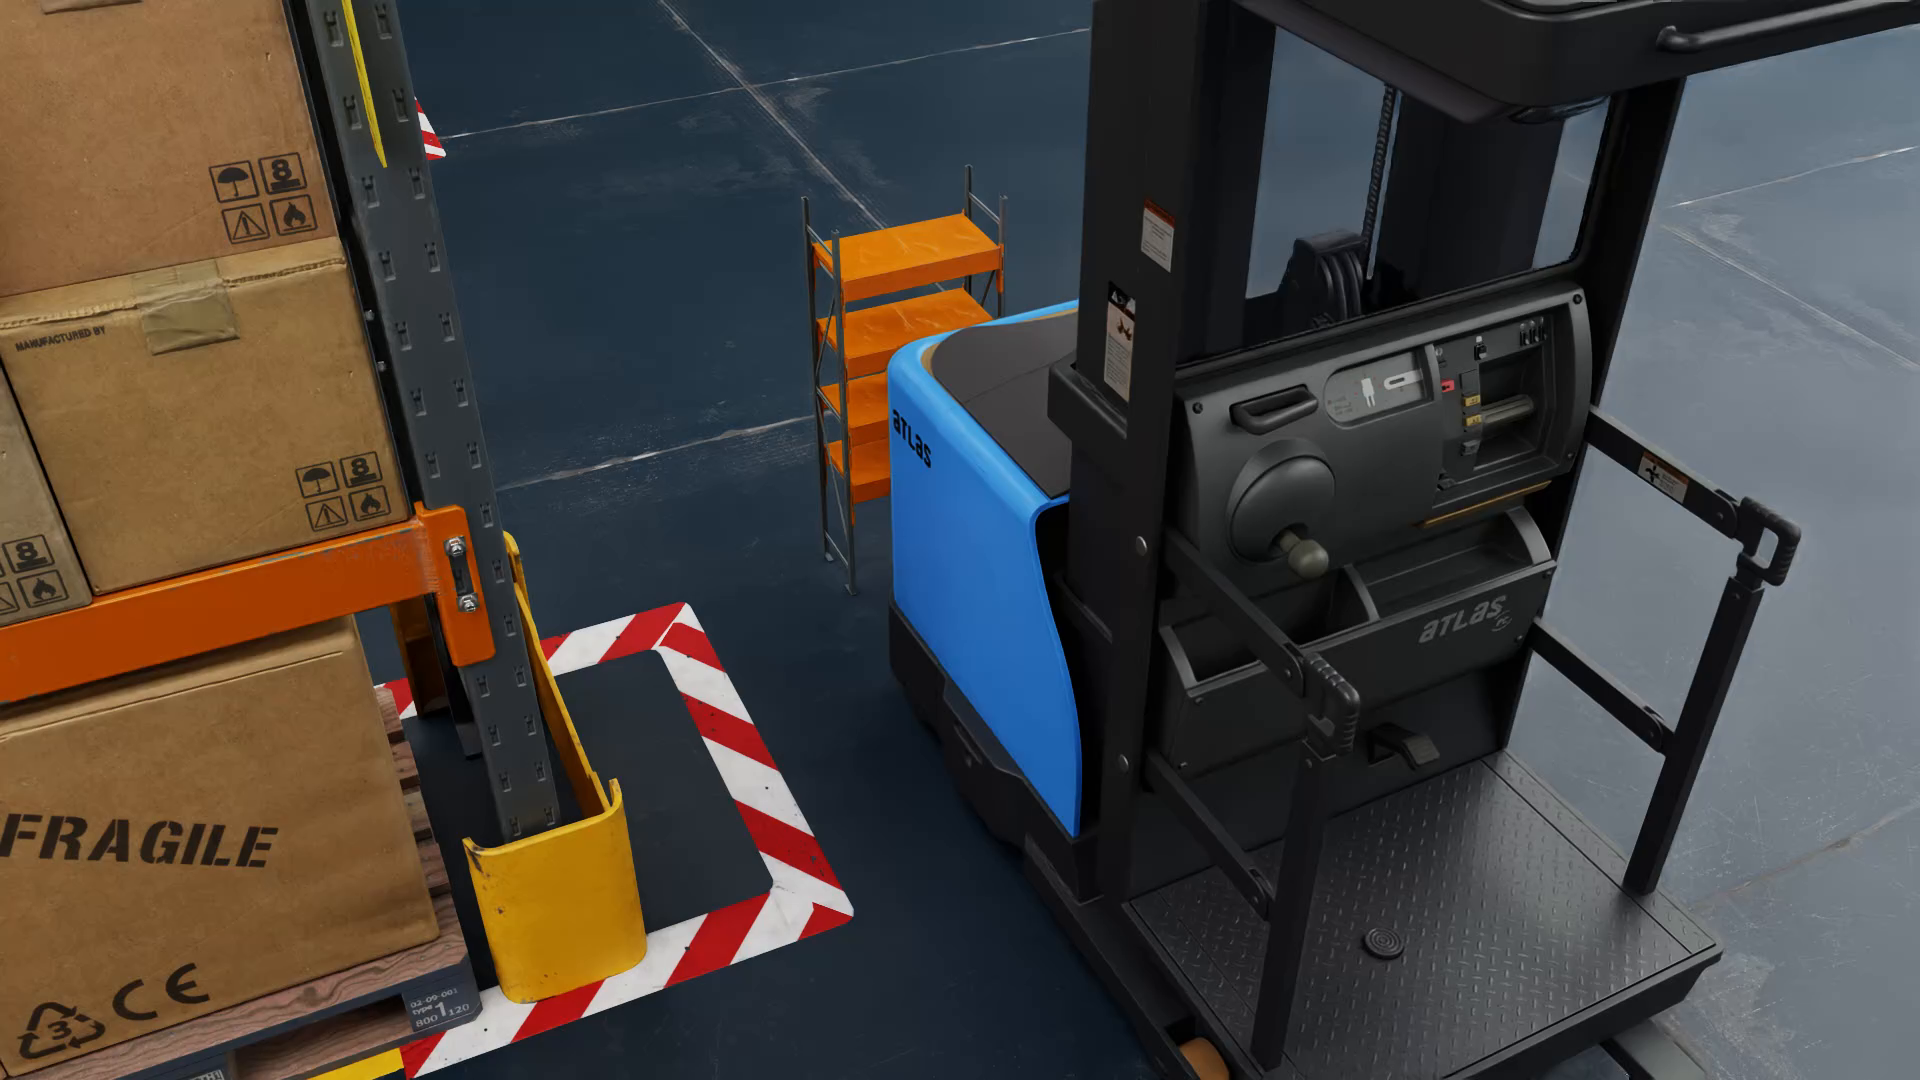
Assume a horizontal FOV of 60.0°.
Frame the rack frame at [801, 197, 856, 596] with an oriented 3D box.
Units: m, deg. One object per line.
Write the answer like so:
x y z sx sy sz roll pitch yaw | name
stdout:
-0.371 -0.378 4.753 0.015 1.200 0.240 -16 39 -20 | rack frame

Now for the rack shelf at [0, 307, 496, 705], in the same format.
-2.956 0.316 2.910 4.000 0.370 1.077 -16 39 -20 | rack shelf

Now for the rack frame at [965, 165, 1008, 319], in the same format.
0.071 -0.502 4.919 0.015 1.200 0.240 -16 39 -20 | rack frame

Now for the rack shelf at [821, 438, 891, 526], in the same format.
-0.150 -0.226 4.994 0.480 0.148 0.258 -16 39 -20 | rack shelf

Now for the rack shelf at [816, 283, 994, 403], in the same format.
-0.150 -0.566 4.743 0.480 0.148 0.258 -16 39 -20 | rack shelf

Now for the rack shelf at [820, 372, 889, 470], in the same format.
-0.150 -0.386 4.876 0.480 0.148 0.258 -16 39 -20 | rack shelf

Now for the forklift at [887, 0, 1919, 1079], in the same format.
0.920 -0.141 2.980 1.130 2.935 3.031 -17 40 -21 | forklift

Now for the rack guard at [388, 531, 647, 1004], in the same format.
-1.124 0.518 4.131 0.348 0.500 1.175 -16 39 -20 | rack guard

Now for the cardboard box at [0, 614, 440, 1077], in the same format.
-1.731 0.413 3.607 0.875 0.875 0.875 -15 39 -20 | cardboard box

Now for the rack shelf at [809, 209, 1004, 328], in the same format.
-0.150 -0.756 4.602 0.480 0.148 0.258 -16 39 -20 | rack shelf

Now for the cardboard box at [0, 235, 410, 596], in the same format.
-1.462 -0.421 3.174 0.550 0.550 0.875 -16 39 -20 | cardboard box

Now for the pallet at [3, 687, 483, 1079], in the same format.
-1.836 0.885 3.880 1.213 0.211 1.003 -16 39 -20 | pallet

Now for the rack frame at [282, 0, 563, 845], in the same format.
-1.146 -0.479 3.379 0.127 3.000 1.000 -16 39 -20 | rack frame

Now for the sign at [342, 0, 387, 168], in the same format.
-0.928 -0.744 2.564 0.005 0.325 0.100 -16 39 -20 | sign

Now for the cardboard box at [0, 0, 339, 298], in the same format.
-1.498 -0.900 2.914 0.550 0.550 0.875 -16 39 -20 | cardboard box

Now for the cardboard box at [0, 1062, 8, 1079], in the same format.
-2.527 0.636 3.305 0.875 0.875 0.875 -16 40 -21 | cardboard box

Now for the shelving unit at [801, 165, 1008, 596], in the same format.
-0.150 -0.440 4.836 0.503 1.200 0.258 -16 39 -20 | shelving unit

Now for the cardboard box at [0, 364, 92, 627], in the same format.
-1.951 -0.270 2.971 0.550 0.550 0.875 -16 39 -20 | cardboard box
